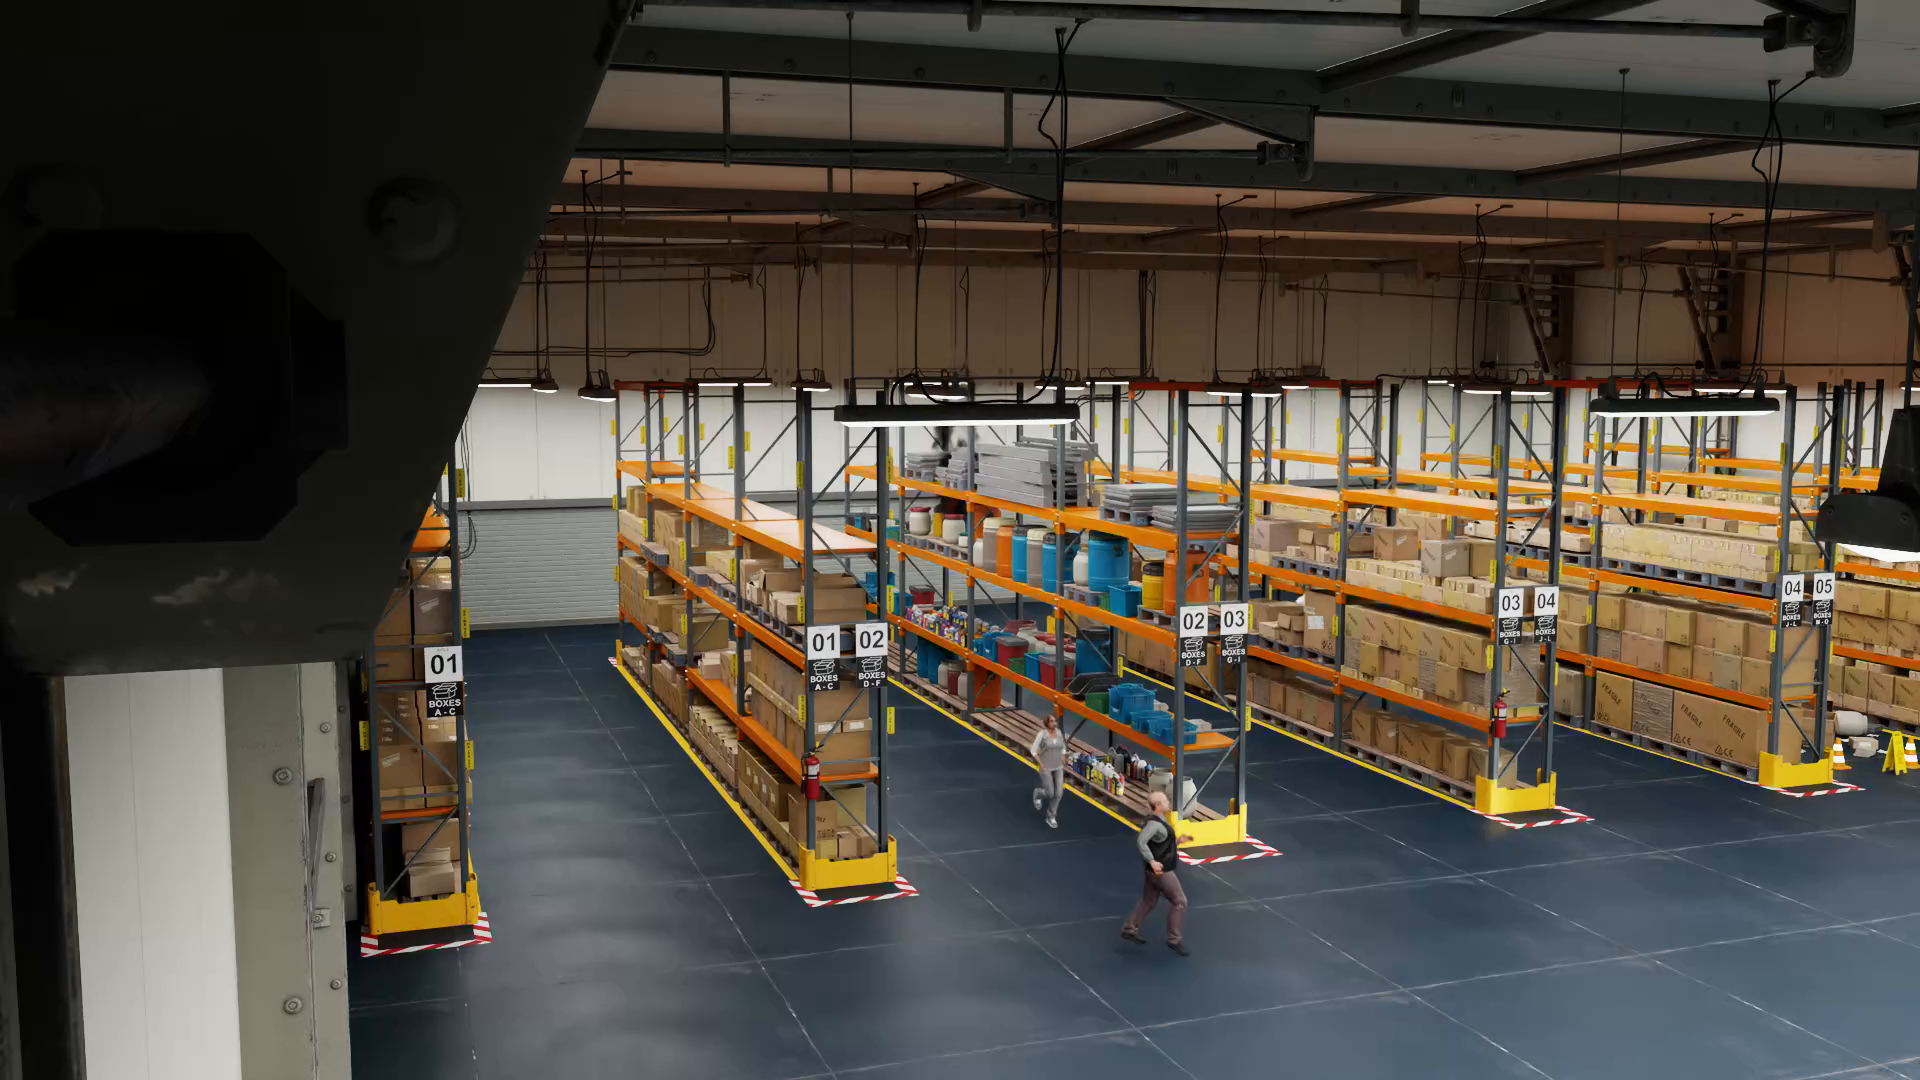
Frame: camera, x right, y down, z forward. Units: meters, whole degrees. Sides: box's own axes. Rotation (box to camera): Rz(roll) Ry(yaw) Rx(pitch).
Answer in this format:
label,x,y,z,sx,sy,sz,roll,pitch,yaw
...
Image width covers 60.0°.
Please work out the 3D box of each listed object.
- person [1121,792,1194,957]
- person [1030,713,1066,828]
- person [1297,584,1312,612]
label,x,y,z,sx,sy,sz,roll,pitch,yaw
person,2.132,3.589,17.888,0.776,1.786,0.630,0,6,-1
person,1.224,3.151,22.942,0.543,1.570,0.571,-3,7,-23
person,7.363,1.756,35.251,0.596,1.740,0.720,-2,6,-19
